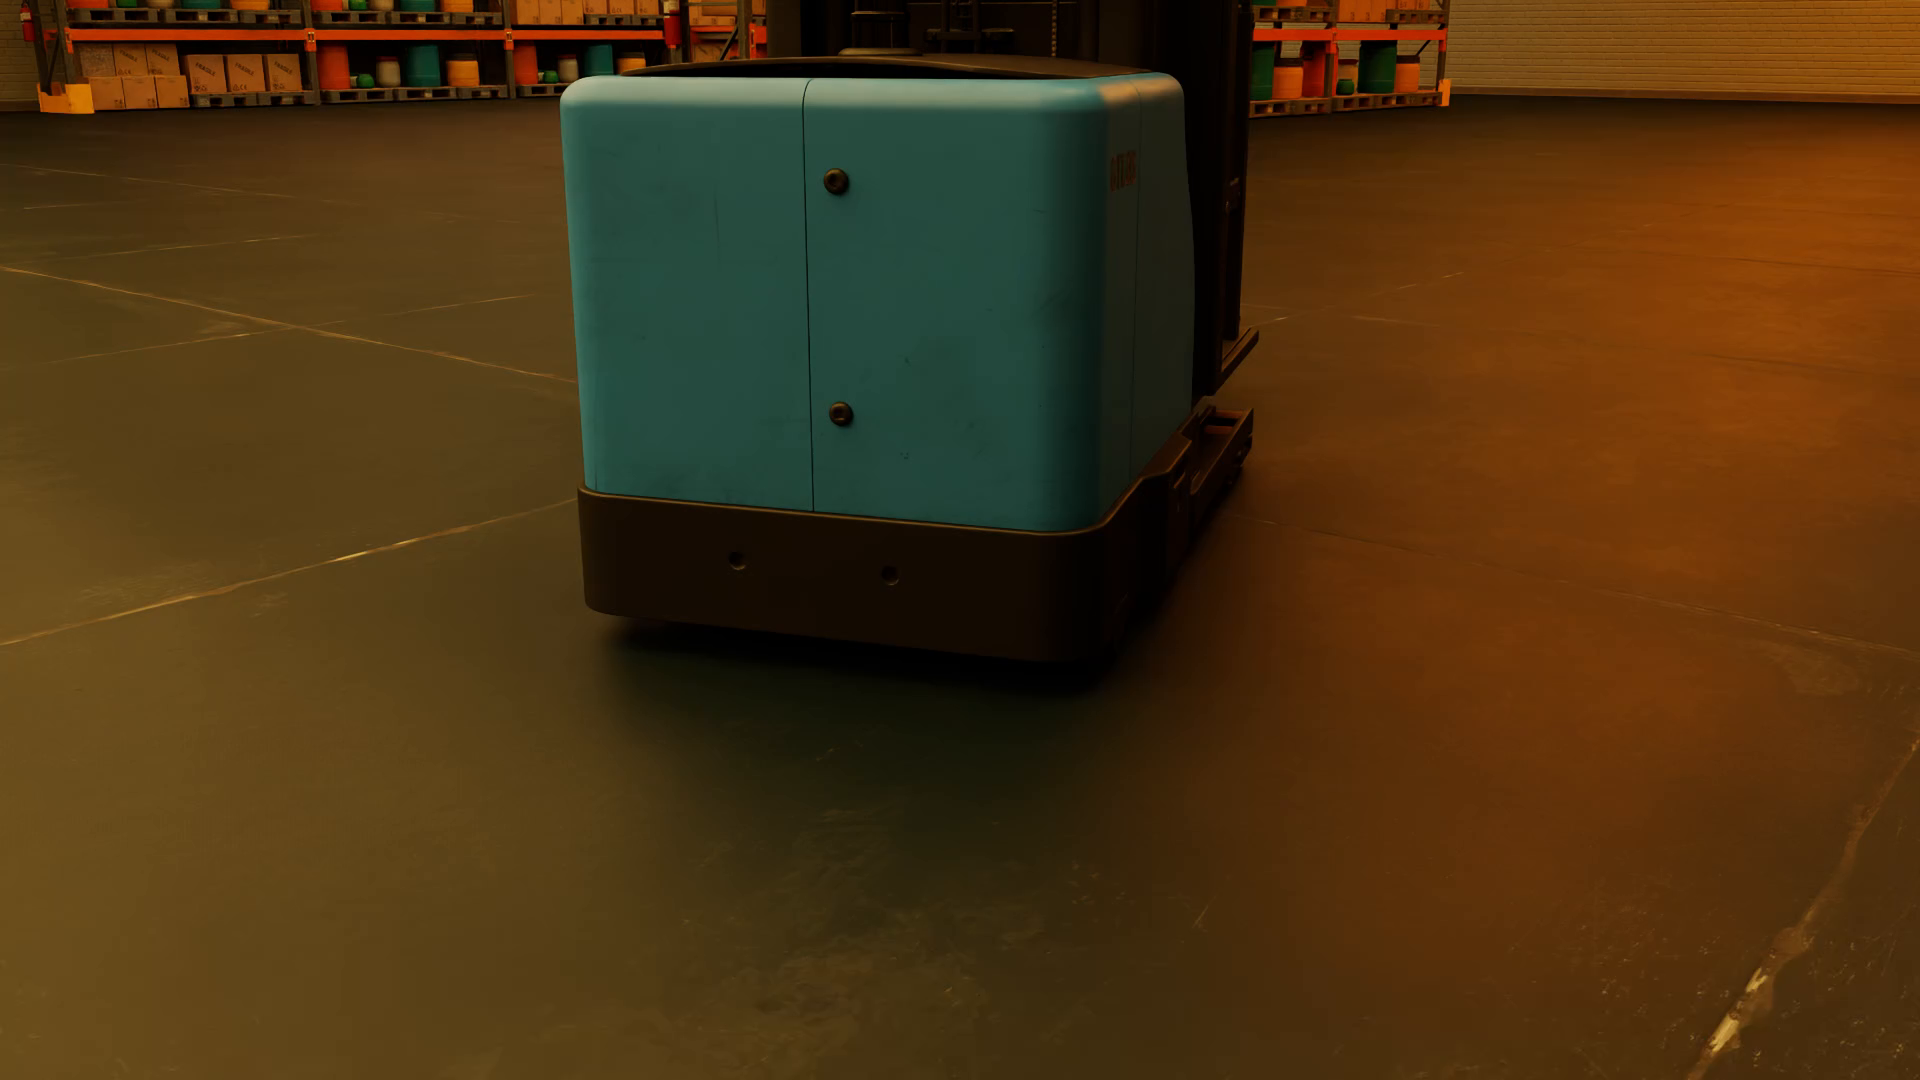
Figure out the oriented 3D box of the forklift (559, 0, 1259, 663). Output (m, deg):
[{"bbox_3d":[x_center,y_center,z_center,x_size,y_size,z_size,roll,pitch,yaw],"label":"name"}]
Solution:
[{"bbox_3d":[0.182,-1.571,4.072,1.130,2.935,3.031,5,18,17],"label":"forklift"}]
